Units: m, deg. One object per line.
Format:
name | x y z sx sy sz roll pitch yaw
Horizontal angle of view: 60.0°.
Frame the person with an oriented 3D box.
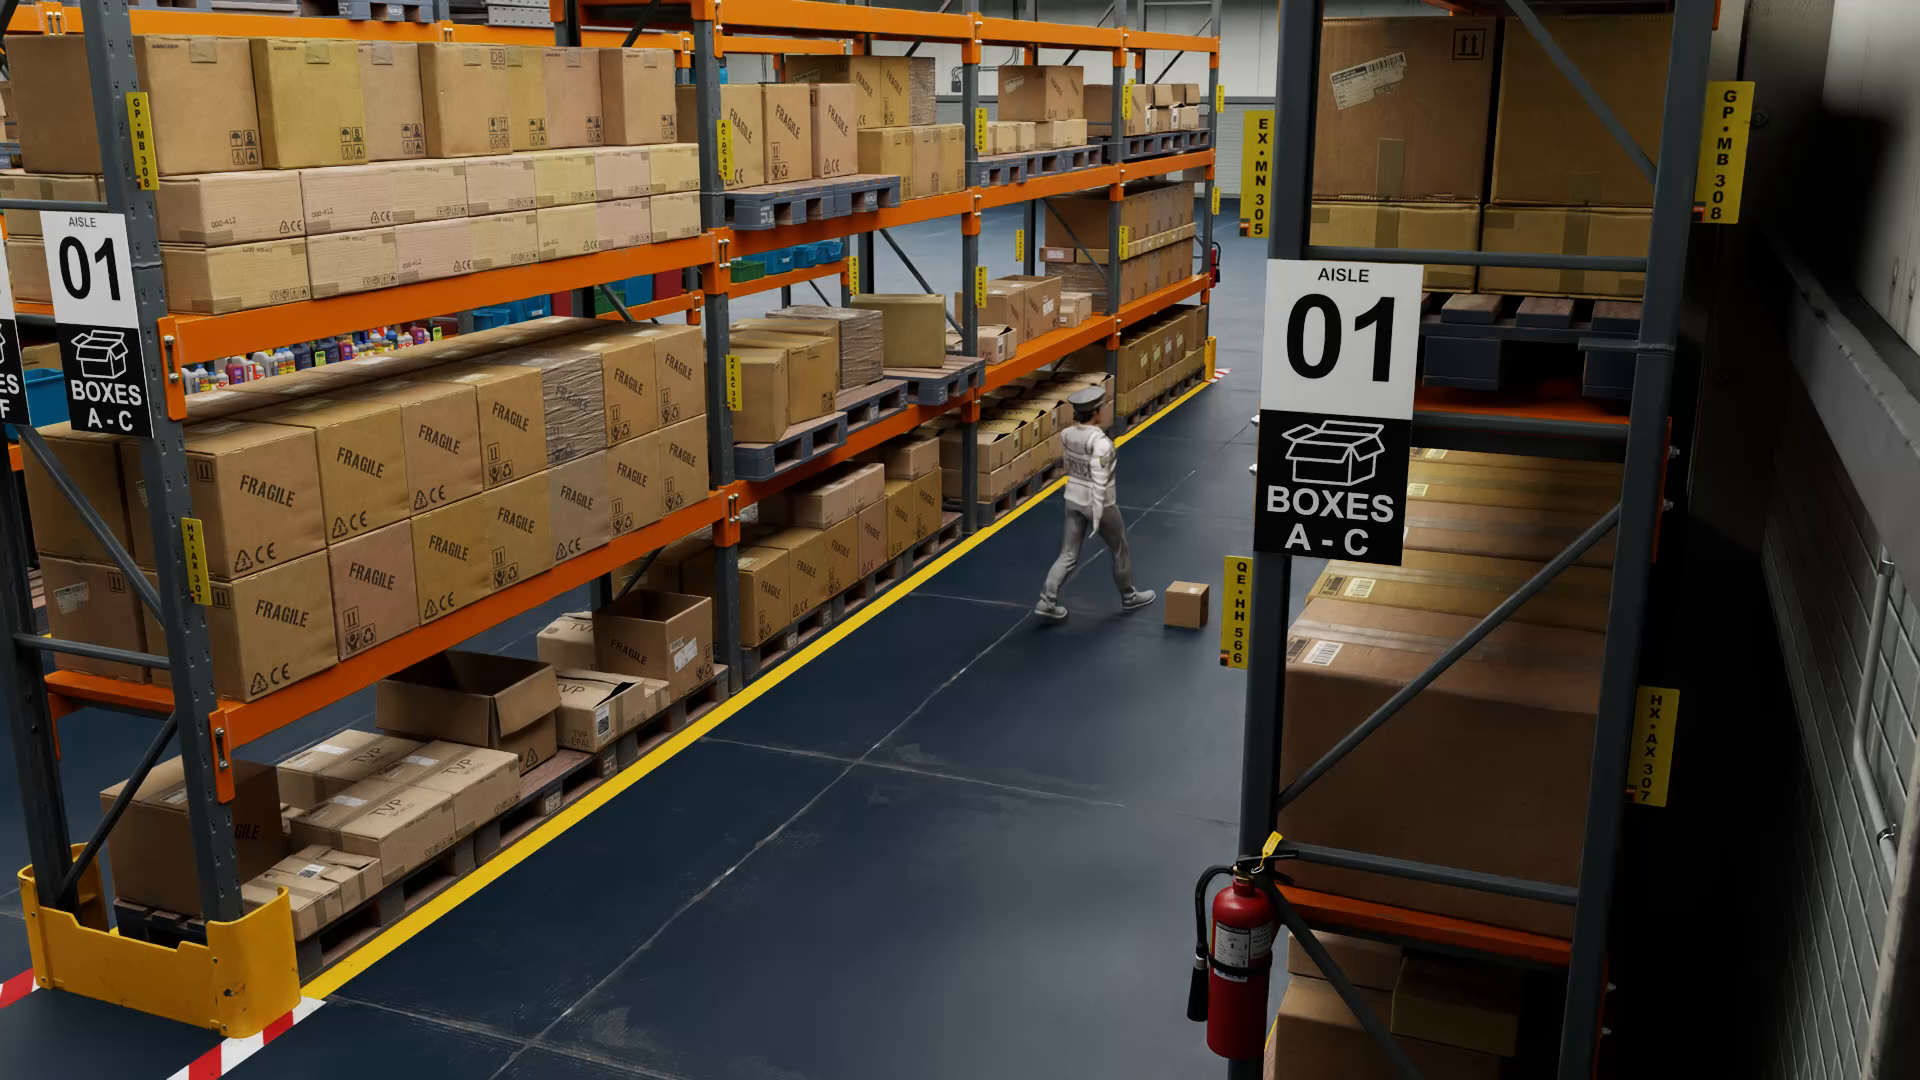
person | 0.925 -0.267 11.472 0.984 1.625 0.496 -15 21 -42
